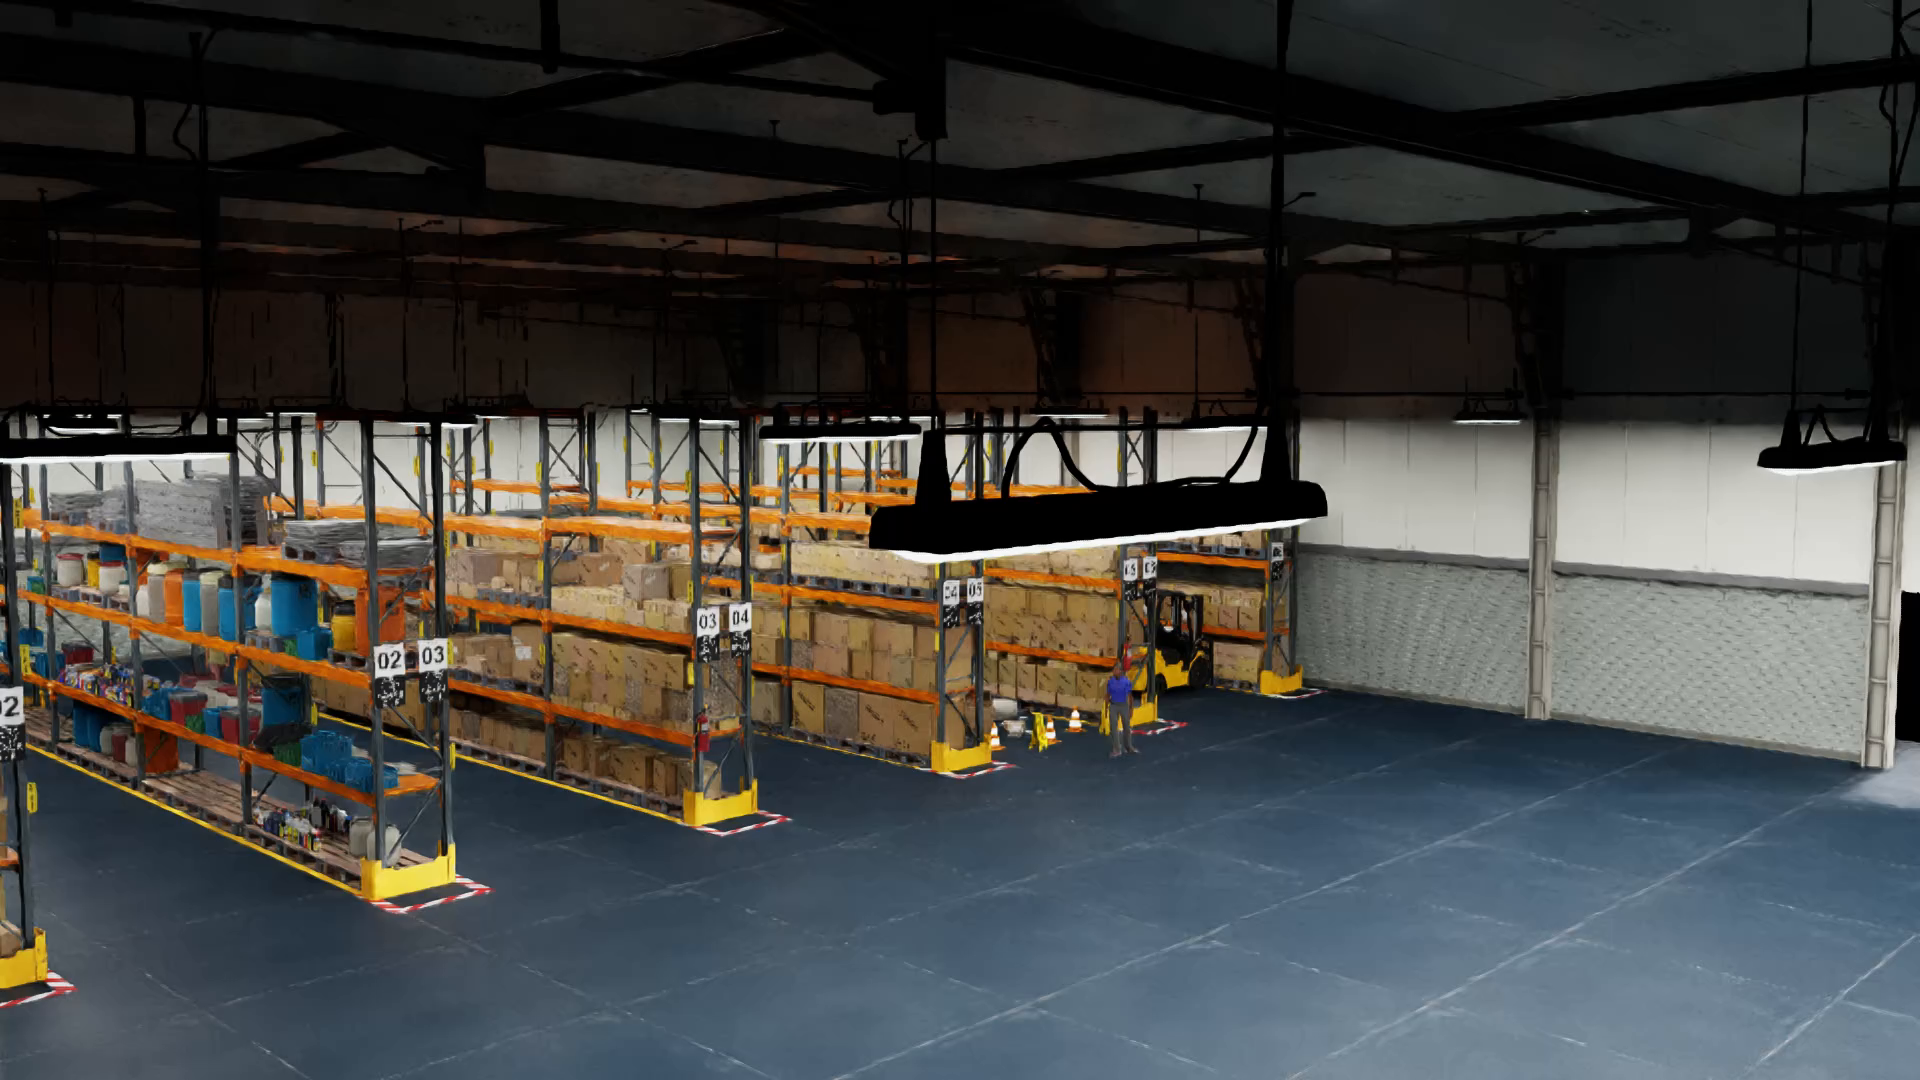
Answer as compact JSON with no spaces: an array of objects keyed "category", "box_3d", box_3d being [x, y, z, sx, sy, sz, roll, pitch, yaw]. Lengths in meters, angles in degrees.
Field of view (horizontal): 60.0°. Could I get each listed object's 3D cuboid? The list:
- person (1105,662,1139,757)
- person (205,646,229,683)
[{"category":"person","box_3d":[2.825,2.941,29.106,0.569,1.648,0.525,2,5,18]},{"category":"person","box_3d":[-15.187,2.498,34.102,1.096,1.589,0.445,5,7,42]}]
